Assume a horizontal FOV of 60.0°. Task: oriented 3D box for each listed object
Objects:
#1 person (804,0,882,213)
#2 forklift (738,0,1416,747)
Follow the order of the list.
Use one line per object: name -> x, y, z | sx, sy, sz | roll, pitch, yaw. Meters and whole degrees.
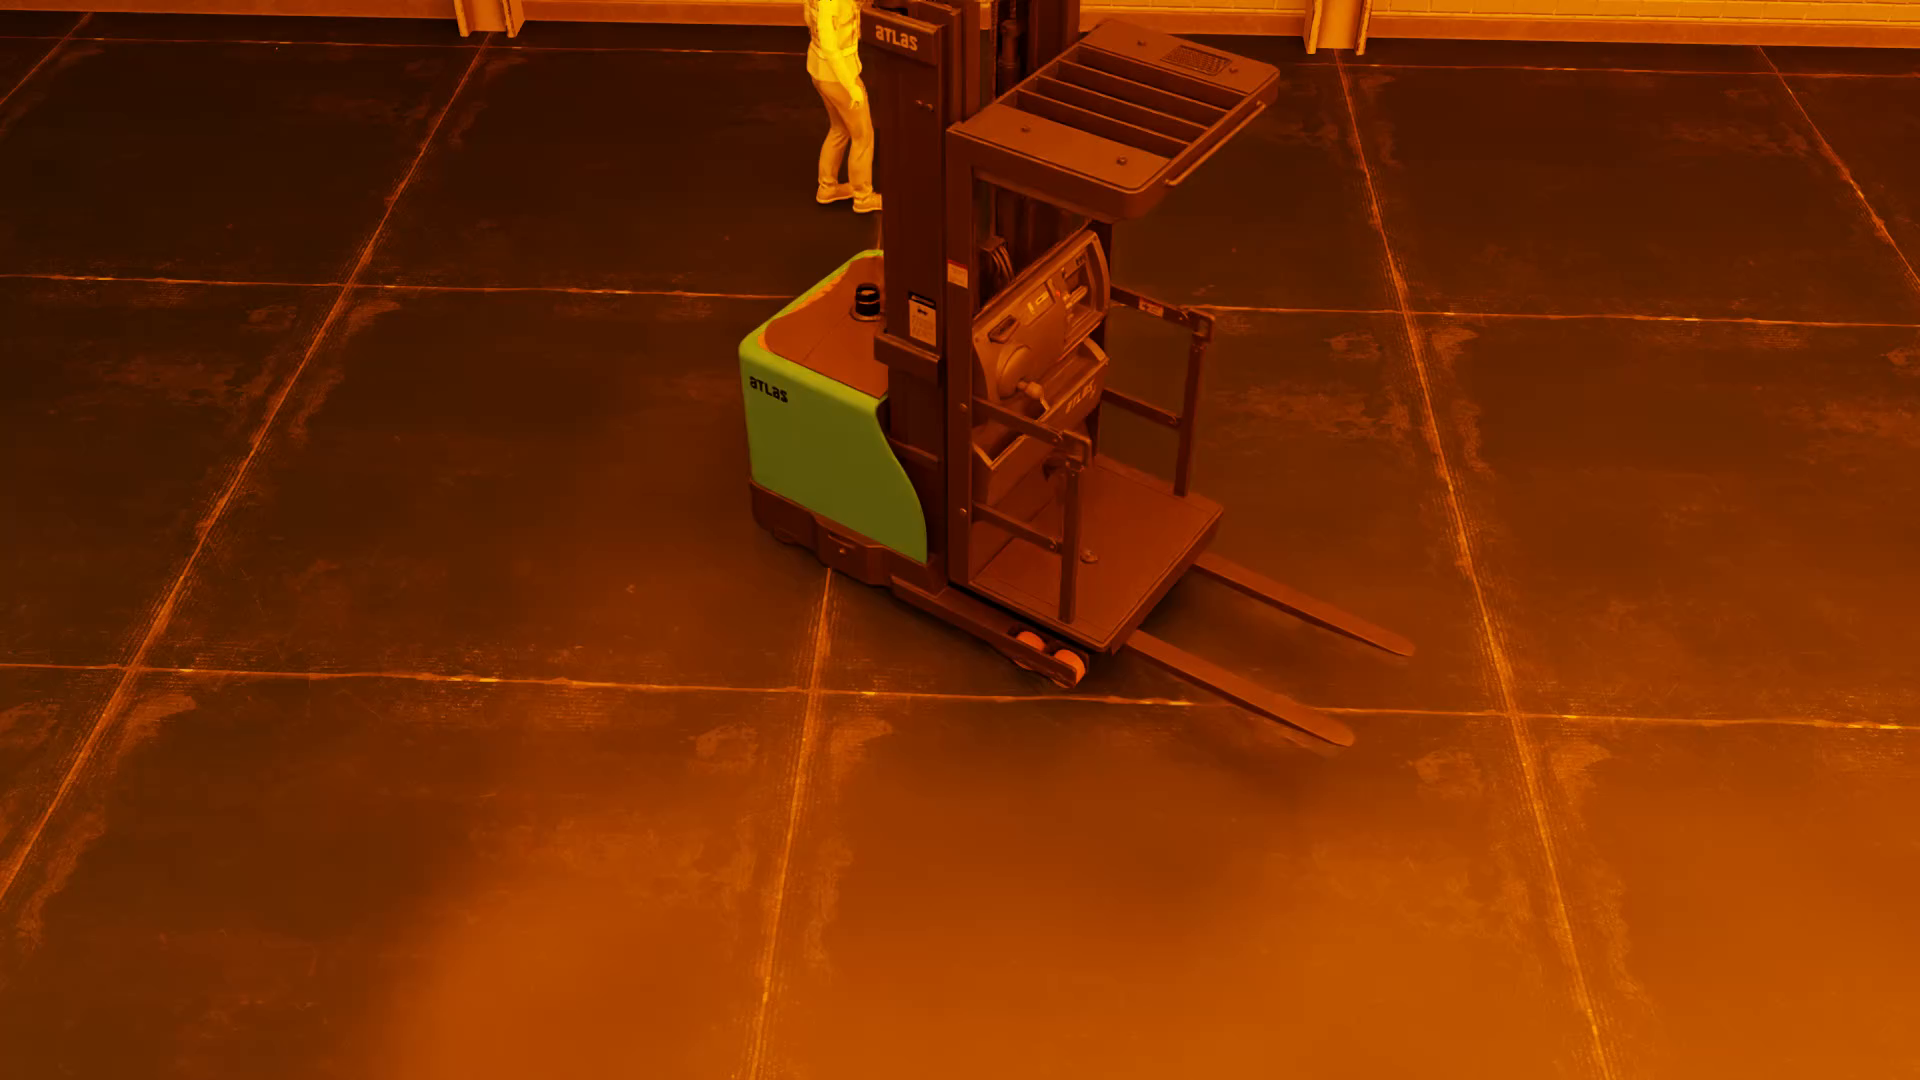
person -> -0.655, -2.711, 9.659 | 0.459, 1.658, 0.687 | -15, 45, -16
forklift -> 0.510, -0.853, 6.676 | 3.031, 2.935, 1.130 | 25, 48, 25
